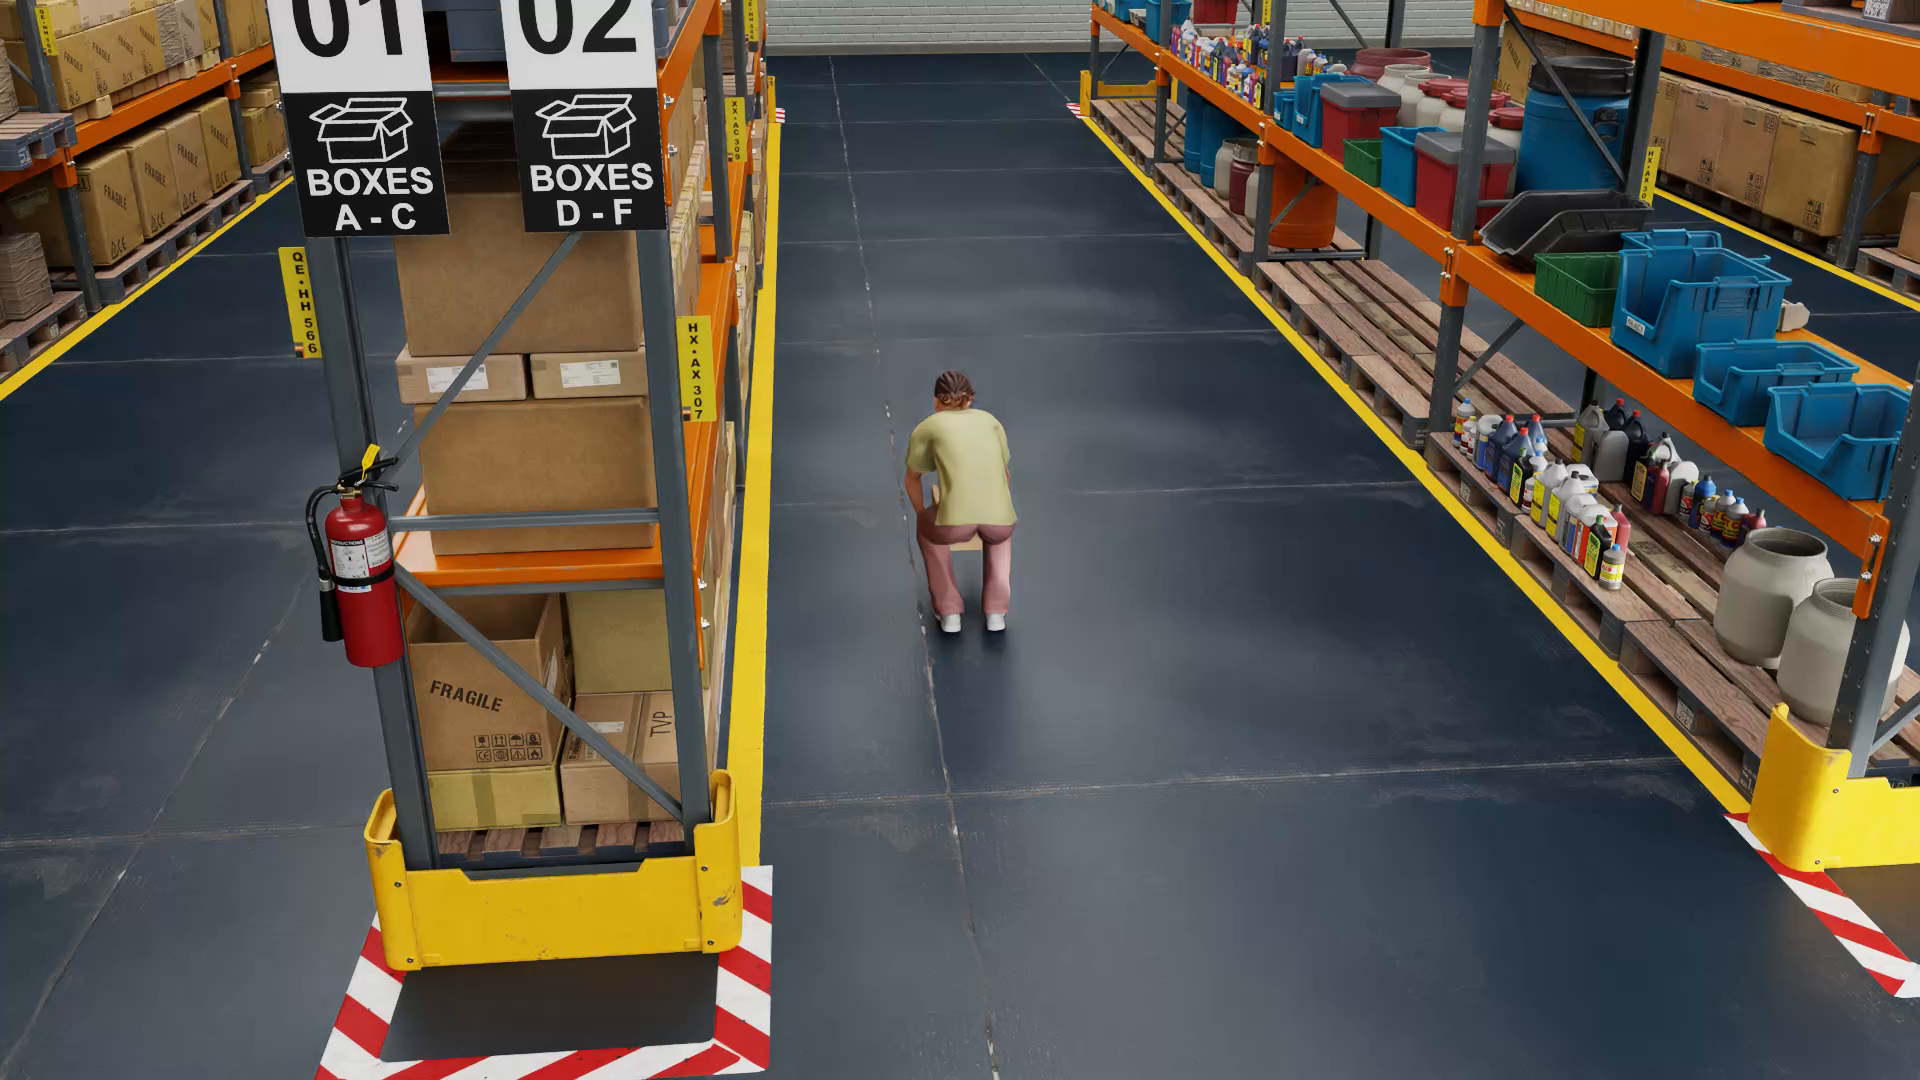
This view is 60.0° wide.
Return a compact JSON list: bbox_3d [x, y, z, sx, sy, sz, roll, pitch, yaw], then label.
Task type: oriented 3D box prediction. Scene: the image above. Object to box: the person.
[{"bbox_3d":[0.005,-0.165,7.671,0.503,1.116,0.747,-2,24,-5],"label":"person"}]
